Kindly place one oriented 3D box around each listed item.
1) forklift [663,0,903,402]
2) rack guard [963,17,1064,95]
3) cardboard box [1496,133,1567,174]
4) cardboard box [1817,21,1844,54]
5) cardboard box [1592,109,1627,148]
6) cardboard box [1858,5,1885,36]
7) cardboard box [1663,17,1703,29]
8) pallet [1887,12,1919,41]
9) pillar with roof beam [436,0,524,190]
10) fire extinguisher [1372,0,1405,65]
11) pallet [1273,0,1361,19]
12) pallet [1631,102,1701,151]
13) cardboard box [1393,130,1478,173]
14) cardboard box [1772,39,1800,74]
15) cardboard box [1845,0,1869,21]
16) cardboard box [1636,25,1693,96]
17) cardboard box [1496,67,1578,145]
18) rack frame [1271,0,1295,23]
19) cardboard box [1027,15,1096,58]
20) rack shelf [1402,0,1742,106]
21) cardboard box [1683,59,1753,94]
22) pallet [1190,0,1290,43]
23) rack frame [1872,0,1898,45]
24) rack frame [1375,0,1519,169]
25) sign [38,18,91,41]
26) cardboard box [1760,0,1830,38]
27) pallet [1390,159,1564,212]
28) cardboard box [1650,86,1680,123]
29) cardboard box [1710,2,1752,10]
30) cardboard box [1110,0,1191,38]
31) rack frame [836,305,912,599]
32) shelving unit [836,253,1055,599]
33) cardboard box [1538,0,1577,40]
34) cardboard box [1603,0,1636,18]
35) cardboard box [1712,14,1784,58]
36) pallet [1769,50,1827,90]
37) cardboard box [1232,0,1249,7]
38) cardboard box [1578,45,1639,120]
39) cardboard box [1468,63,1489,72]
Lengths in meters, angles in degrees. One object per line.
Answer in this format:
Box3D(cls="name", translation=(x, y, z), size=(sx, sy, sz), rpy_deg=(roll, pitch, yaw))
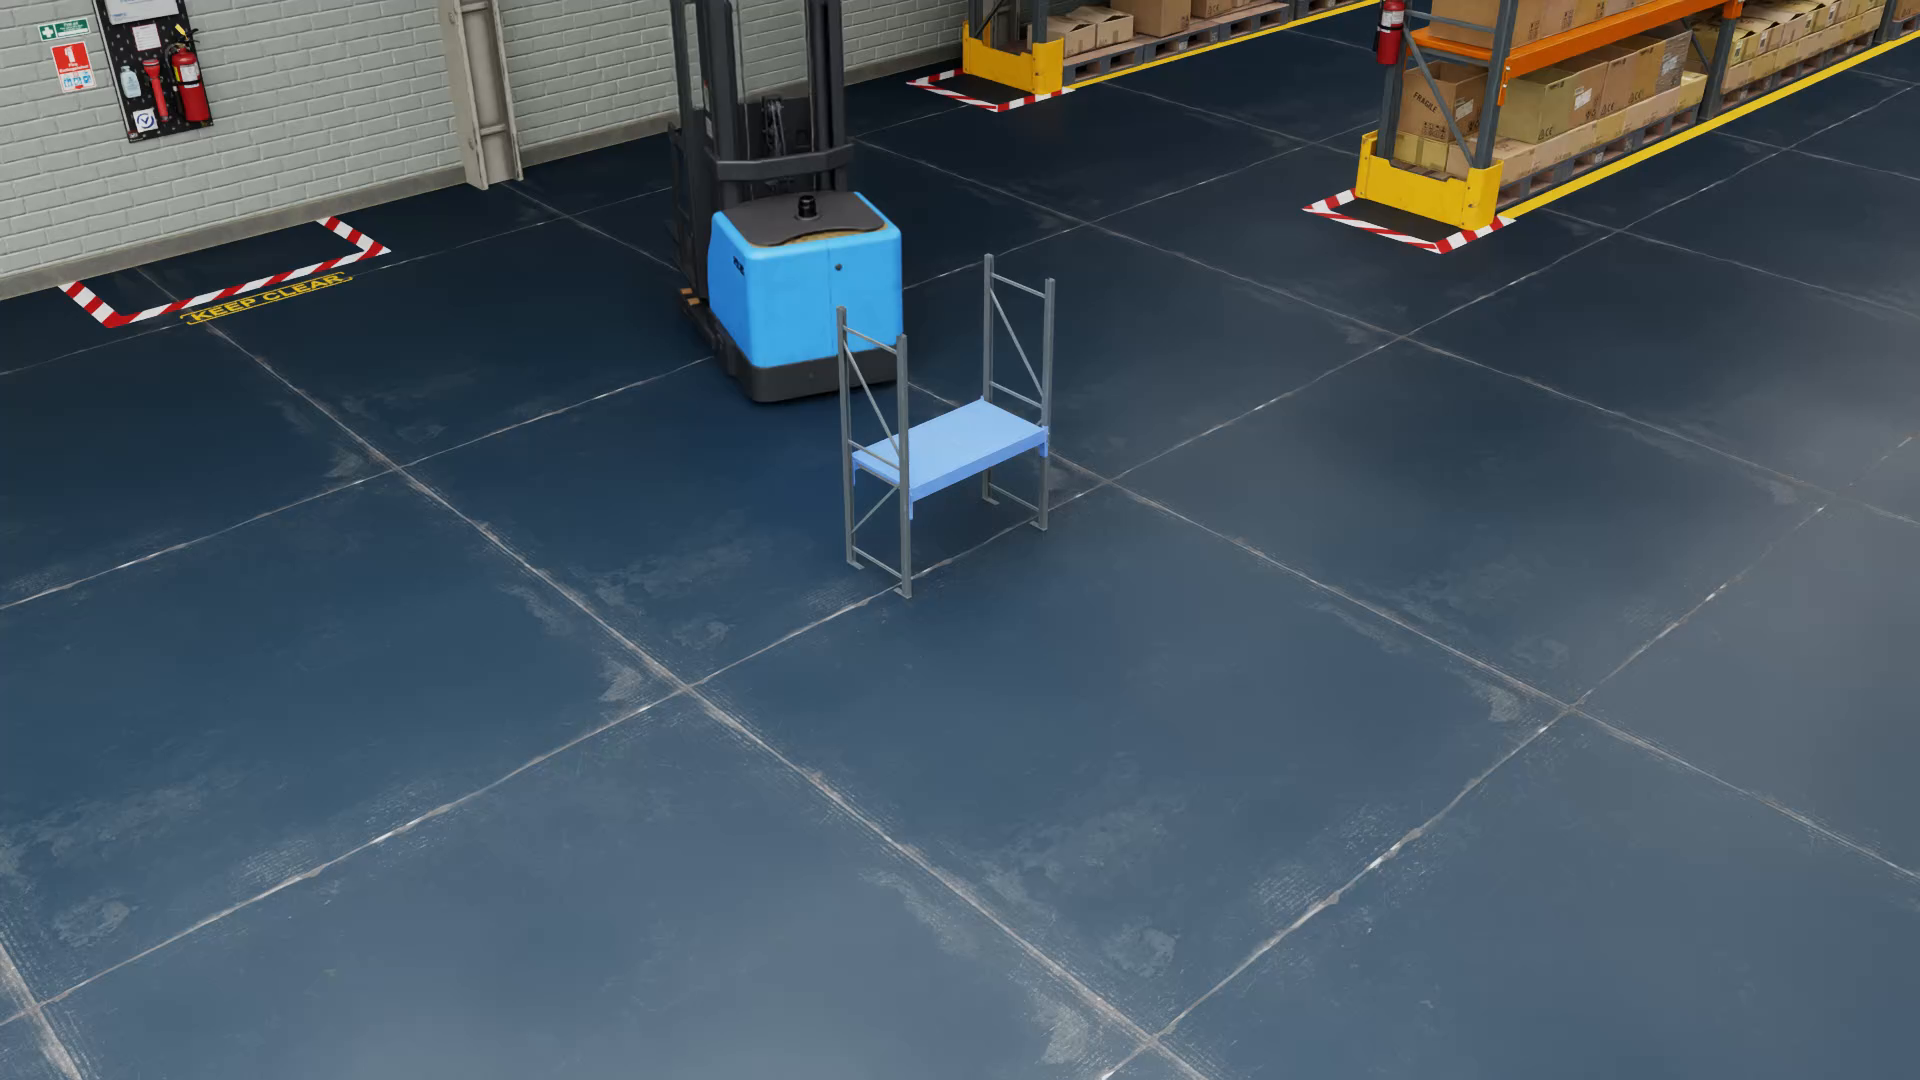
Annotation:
Box3D(cls="forklift", translation=(-1.393, -2.876, 11.144), size=(1.130, 2.935, 3.031), rpy_deg=(-12, 34, -19))
Box3D(cls="rack guard", translation=(0.524, -4.886, 16.761), size=(0.348, 0.500, 1.175), rpy_deg=(-26, 40, -35))
Box3D(cls="cardboard box", translation=(4.748, -3.322, 14.040), size=(0.500, 0.250, 0.500), rpy_deg=(-26, 40, -35))
Box3D(cls="cardboard box", translation=(8.739, -5.234, 17.168), size=(0.500, 0.250, 0.500), rpy_deg=(-25, 39, -34))
Box3D(cls="cardboard box", translation=(5.484, -3.675, 14.617), size=(0.500, 0.250, 0.500), rpy_deg=(-26, 40, -35))
Box3D(cls="cardboard box", translation=(9.485, -5.596, 17.759), size=(0.500, 0.250, 0.500), rpy_deg=(-25, 39, -34))
Box3D(cls="cardboard box", translation=(6.874, -4.949, 16.164), size=(0.500, 0.311, 0.500), rpy_deg=(-26, 40, -35))
Box3D(cls="pallet", translation=(10.278, -5.930, 18.746), size=(1.213, 0.211, 1.003), rpy_deg=(-26, 40, -35))
Box3D(cls="pillar with roof beam", translation=(-1.079, -5.289, 9.274), size=(0.400, 9.000, 9.100), rpy_deg=(-26, 40, -35))
Box3D(cls="fire extinguisher", translation=(3.436, -4.135, 13.211), size=(0.183, 0.674, 0.296), rpy_deg=(-26, 40, -35))
Box3D(cls="pallet", translation=(3.971, -6.432, 19.566), size=(1.213, 0.211, 1.003), rpy_deg=(-26, 40, -35))
Box3D(cls="pallet", translation=(6.160, -3.995, 15.581), size=(1.213, 0.211, 1.003), rpy_deg=(-26, 40, -35))
Box3D(cls="cardboard box", translation=(4.031, -3.341, 14.072), size=(0.500, 0.250, 0.500), rpy_deg=(-26, 40, -35))
Box3D(cls="cardboard box", translation=(7.990, -4.871, 16.573), size=(0.500, 0.250, 0.500), rpy_deg=(-27, 41, -37))
Box3D(cls="cardboard box", translation=(9.112, -5.648, 17.307), size=(0.500, 0.311, 0.500), rpy_deg=(-27, 40, -36))
Box3D(cls="cardboard box", translation=(6.206, -4.356, 15.012), size=(0.500, 0.500, 0.500), rpy_deg=(-26, 40, -35))
Box3D(cls="cardboard box", translation=(4.749, -3.641, 13.844), size=(0.500, 0.500, 0.500), rpy_deg=(-26, 40, -35))
Box3D(cls="rack frame", translation=(3.401, -7.344, 18.386), size=(0.127, 3.000, 1.000), rpy_deg=(-26, 40, -35))
Box3D(cls="cardboard box", translation=(1.037, -5.177, 16.997), size=(0.500, 0.311, 0.500), rpy_deg=(24, 39, 34))
Box3D(cls="rack shelf", translation=(5.305, -4.434, 14.316), size=(4.000, 0.370, 1.077), rpy_deg=(-26, 40, -35))
Box3D(cls="cardboard box", translation=(7.236, -4.505, 15.975), size=(0.500, 0.250, 0.500), rpy_deg=(-27, 40, -37))
Box3D(cls="pallet", translation=(2.933, -5.903, 18.701), size=(1.213, 0.211, 1.003), rpy_deg=(-26, 40, -35))
Box3D(cls="rack frame", translation=(9.705, -6.870, 17.609), size=(0.127, 3.000, 1.000), rpy_deg=(-26, 40, -35))
Box3D(cls="rack frame", translation=(3.839, -4.032, 12.968), size=(0.127, 3.000, 1.000), rpy_deg=(-26, 40, -35))
Box3D(cls="sign", translation=(-6.311, -3.598, 11.716), size=(0.331, 0.109, 0.001), rpy_deg=(-26, 40, -35))
Box3D(cls="cardboard box", translation=(8.371, -5.293, 16.727), size=(0.500, 0.311, 0.500), rpy_deg=(-25, 39, -34))
Box3D(cls="pallet", translation=(4.371, -3.130, 14.166), size=(1.213, 0.211, 1.003), rpy_deg=(-26, 40, -35))
Box3D(cls="cardboard box", translation=(6.207, -4.035, 15.207), size=(0.500, 0.250, 0.500), rpy_deg=(-26, 40, -35))
Box3D(cls="cardboard box", translation=(7.619, -5.313, 16.758), size=(0.500, 0.311, 0.500), rpy_deg=(-26, 40, -36))
Box3D(cls="cardboard box", translation=(2.027, -5.701, 17.673), size=(0.700, 0.500, 0.500), rpy_deg=(26, 40, 36))
Box3D(cls="rack frame", translation=(-0.435, -0.429, 8.514), size=(0.032, 1.500, 0.500), rpy_deg=(-26, 40, -35))
Box3D(cls="shelving unit", translation=(-0.063, -0.610, 8.809), size=(1.048, 1.500, 0.538), rpy_deg=(-26, 40, -35))
Box3D(cls="cardboard box", translation=(4.572, -4.423, 13.513), size=(0.500, 0.500, 0.700), rpy_deg=(-25, 39, -34))
Box3D(cls="cardboard box", translation=(5.323, -4.786, 14.105), size=(0.500, 0.500, 0.700), rpy_deg=(-24, 39, -34))
Box3D(cls="cardboard box", translation=(7.615, -4.923, 16.121), size=(0.500, 0.311, 0.500), rpy_deg=(-26, 40, -36))
Box3D(cls="pallet", translation=(8.181, -4.972, 17.179), size=(1.213, 0.211, 1.003), rpy_deg=(-26, 40, -35))
Box3D(cls="cardboard box", translation=(3.029, -6.122, 18.681), size=(0.380, 0.166, 0.250), rpy_deg=(23, 38, 33))
Box3D(cls="cardboard box", translation=(5.485, -3.994, 14.421), size=(0.500, 0.500, 0.500), rpy_deg=(-26, 40, -35))
Box3D(cls="cardboard box", translation=(4.753, -4.022, 14.467), size=(0.500, 0.500, 0.500), rpy_deg=(-26, 40, -35))
